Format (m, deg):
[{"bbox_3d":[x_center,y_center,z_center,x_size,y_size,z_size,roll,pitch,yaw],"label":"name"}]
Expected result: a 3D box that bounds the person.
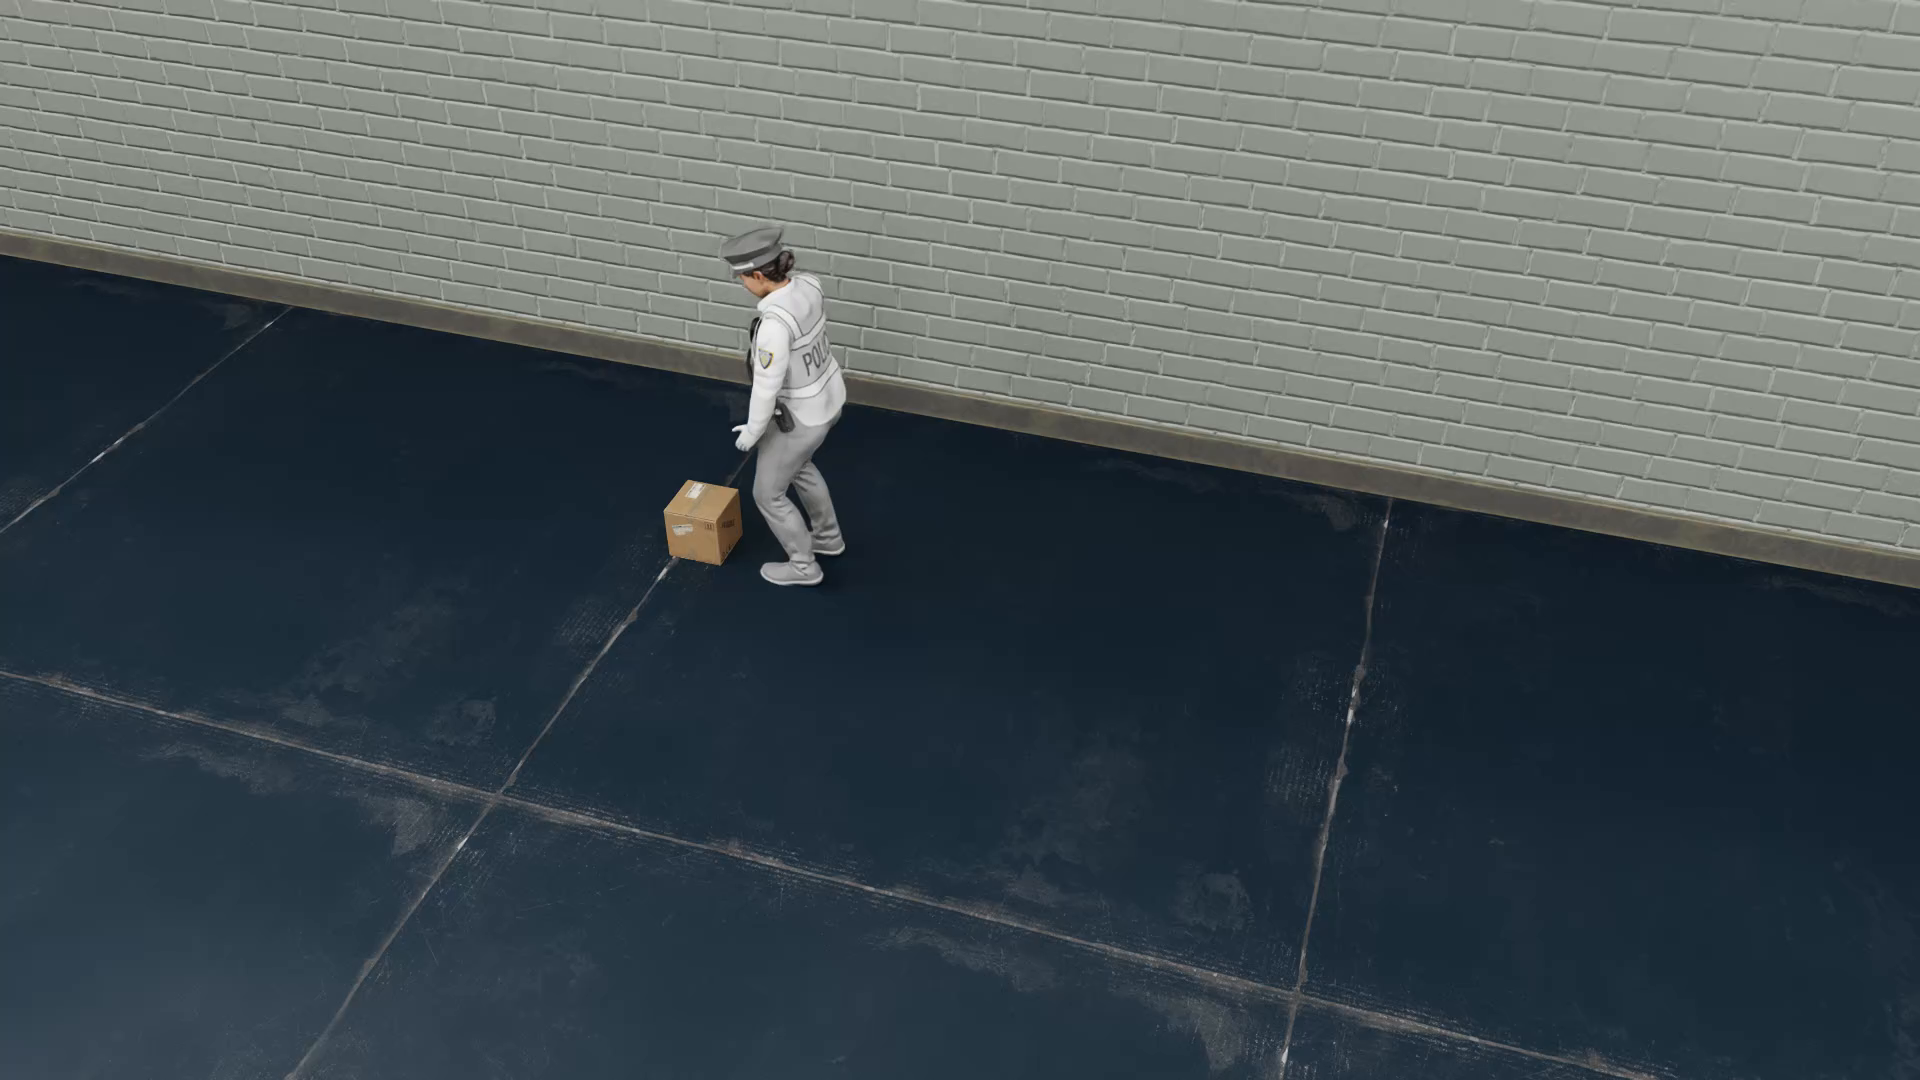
[{"bbox_3d":[-0.712,-0.523,6.880,0.446,1.626,0.500,12,39,15],"label":"person"}]
